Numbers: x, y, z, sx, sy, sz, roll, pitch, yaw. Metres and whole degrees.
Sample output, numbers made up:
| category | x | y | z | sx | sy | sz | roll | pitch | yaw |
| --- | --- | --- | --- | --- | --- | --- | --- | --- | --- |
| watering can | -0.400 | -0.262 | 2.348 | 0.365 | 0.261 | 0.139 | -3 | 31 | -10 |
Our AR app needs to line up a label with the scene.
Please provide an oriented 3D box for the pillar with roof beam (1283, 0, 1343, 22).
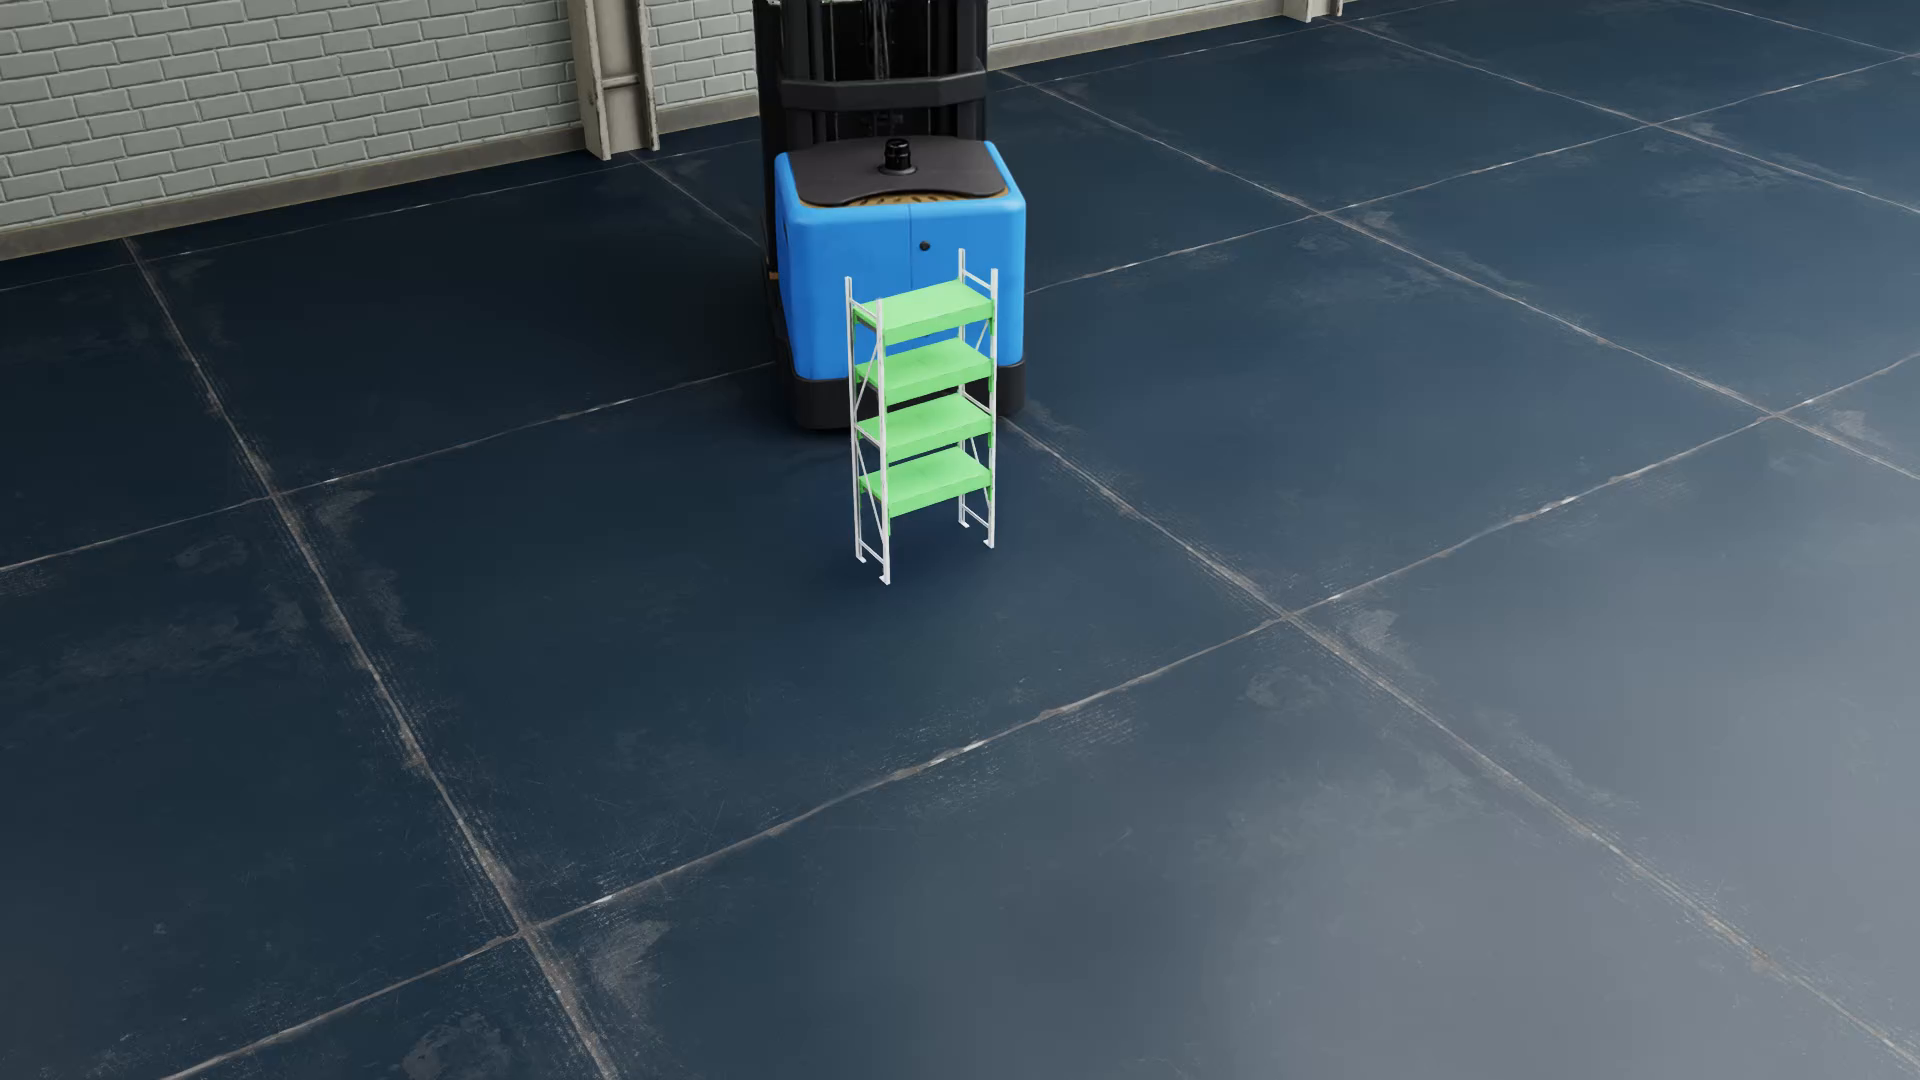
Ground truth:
| category | x | y | z | sx | sy | sz | roll | pitch | yaw |
| --- | --- | --- | --- | --- | --- | --- | --- | --- | --- |
| pillar with roof beam | 5.188 | -6.149 | 8.064 | 0.400 | 9.000 | 9.100 | -19 | 37 | -27 |

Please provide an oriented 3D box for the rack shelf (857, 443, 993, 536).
| category | x | y | z | sx | sy | sz | roll | pitch | yaw |
| --- | --- | --- | --- | --- | --- | --- | --- | --- | --- |
| rack shelf | -0.139 | -0.203 | 6.516 | 0.480 | 0.148 | 0.258 | -19 | 37 | -27 |

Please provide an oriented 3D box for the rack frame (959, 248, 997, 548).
| category | x | y | z | sx | sy | sz | roll | pitch | yaw |
| --- | --- | --- | --- | --- | --- | --- | --- | --- | --- |
| rack frame | 0.066 | -0.530 | 6.466 | 0.015 | 1.200 | 0.240 | -19 | 37 | -27 |

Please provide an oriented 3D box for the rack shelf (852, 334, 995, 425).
| category | x | y | z | sx | sy | sz | roll | pitch | yaw |
| --- | --- | --- | --- | --- | --- | --- | --- | --- | --- |
| rack shelf | -0.139 | -0.609 | 6.260 | 0.480 | 0.148 | 0.258 | -19 | 37 | -27 |

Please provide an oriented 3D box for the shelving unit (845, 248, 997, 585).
| category | x | y | z | sx | sy | sz | roll | pitch | yaw |
| --- | --- | --- | --- | --- | --- | --- | --- | --- | --- |
| shelving unit | -0.139 | -0.460 | 6.354 | 0.503 | 1.200 | 0.258 | -19 | 37 | -27 |

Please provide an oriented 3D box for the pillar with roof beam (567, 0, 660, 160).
| category | x | y | z | sx | sy | sz | roll | pitch | yaw |
| --- | --- | --- | --- | --- | --- | --- | --- | --- | --- |
| pillar with roof beam | 0.145 | -4.415 | 5.315 | 0.400 | 9.000 | 9.100 | -19 | 37 | -27 |

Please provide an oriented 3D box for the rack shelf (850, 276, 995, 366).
| category | x | y | z | sx | sy | sz | roll | pitch | yaw |
| --- | --- | --- | --- | --- | --- | --- | --- | --- | --- |
| rack shelf | -0.139 | -0.812 | 6.132 | 0.480 | 0.148 | 0.258 | -19 | 37 | -27 |

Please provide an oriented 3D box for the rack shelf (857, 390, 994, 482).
| category | x | y | z | sx | sy | sz | roll | pitch | yaw |
| --- | --- | --- | --- | --- | --- | --- | --- | --- | --- |
| rack shelf | -0.139 | -0.406 | 6.388 | 0.480 | 0.148 | 0.258 | -19 | 37 | -27 |

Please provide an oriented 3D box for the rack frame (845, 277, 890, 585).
| category | x | y | z | sx | sy | sz | roll | pitch | yaw |
| --- | --- | --- | --- | --- | --- | --- | --- | --- | --- |
| rack frame | -0.344 | -0.389 | 6.242 | 0.015 | 1.200 | 0.240 | -19 | 37 | -27 |

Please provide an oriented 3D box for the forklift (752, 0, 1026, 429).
| category | x | y | z | sx | sy | sz | roll | pitch | yaw |
| --- | --- | --- | --- | --- | --- | --- | --- | --- | --- |
| forklift | -0.456 | -2.504 | 7.973 | 1.130 | 2.935 | 3.031 | -5 | 33 | -8 |
